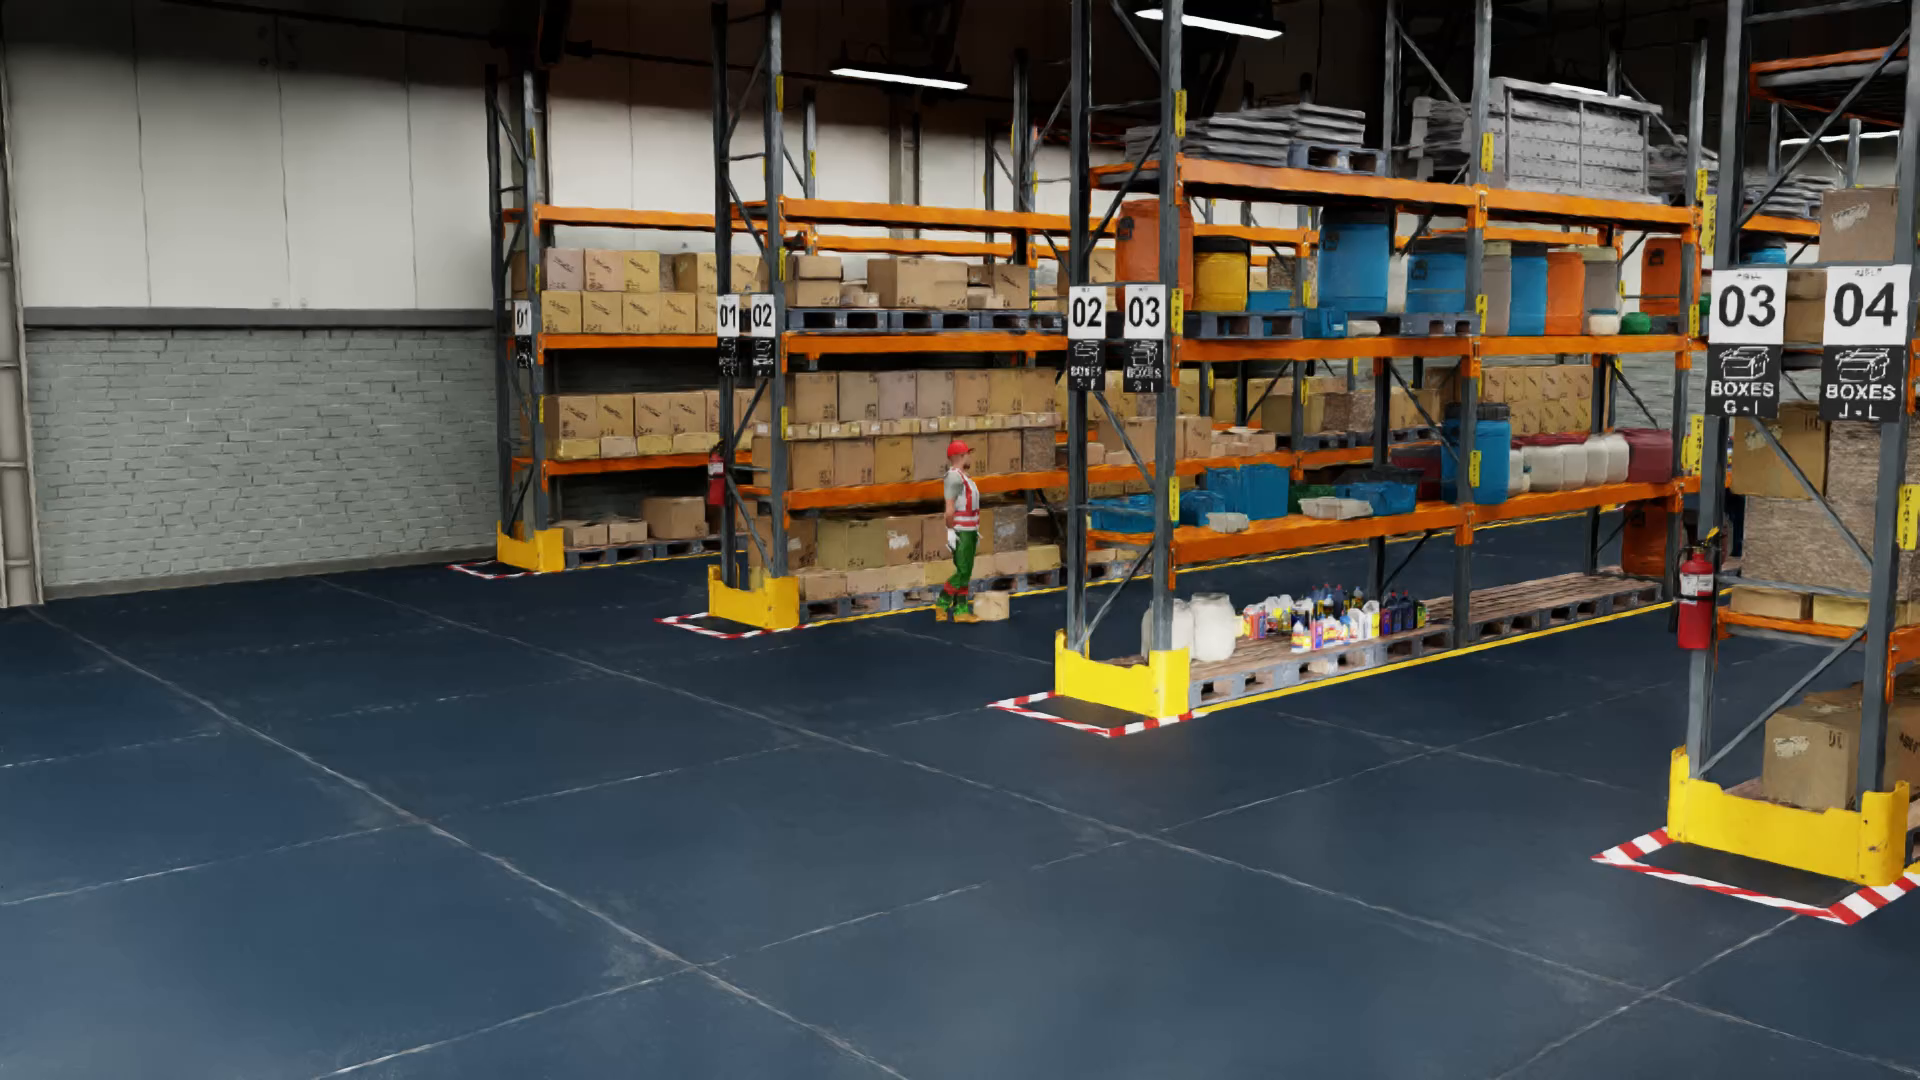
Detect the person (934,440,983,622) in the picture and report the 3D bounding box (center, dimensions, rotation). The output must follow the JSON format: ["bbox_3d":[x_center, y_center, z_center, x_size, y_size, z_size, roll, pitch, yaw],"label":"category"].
[{"bbox_3d":[-0.010,-0.071,16.225,0.456,1.773,0.598,2,8,16],"label":"person"}]
